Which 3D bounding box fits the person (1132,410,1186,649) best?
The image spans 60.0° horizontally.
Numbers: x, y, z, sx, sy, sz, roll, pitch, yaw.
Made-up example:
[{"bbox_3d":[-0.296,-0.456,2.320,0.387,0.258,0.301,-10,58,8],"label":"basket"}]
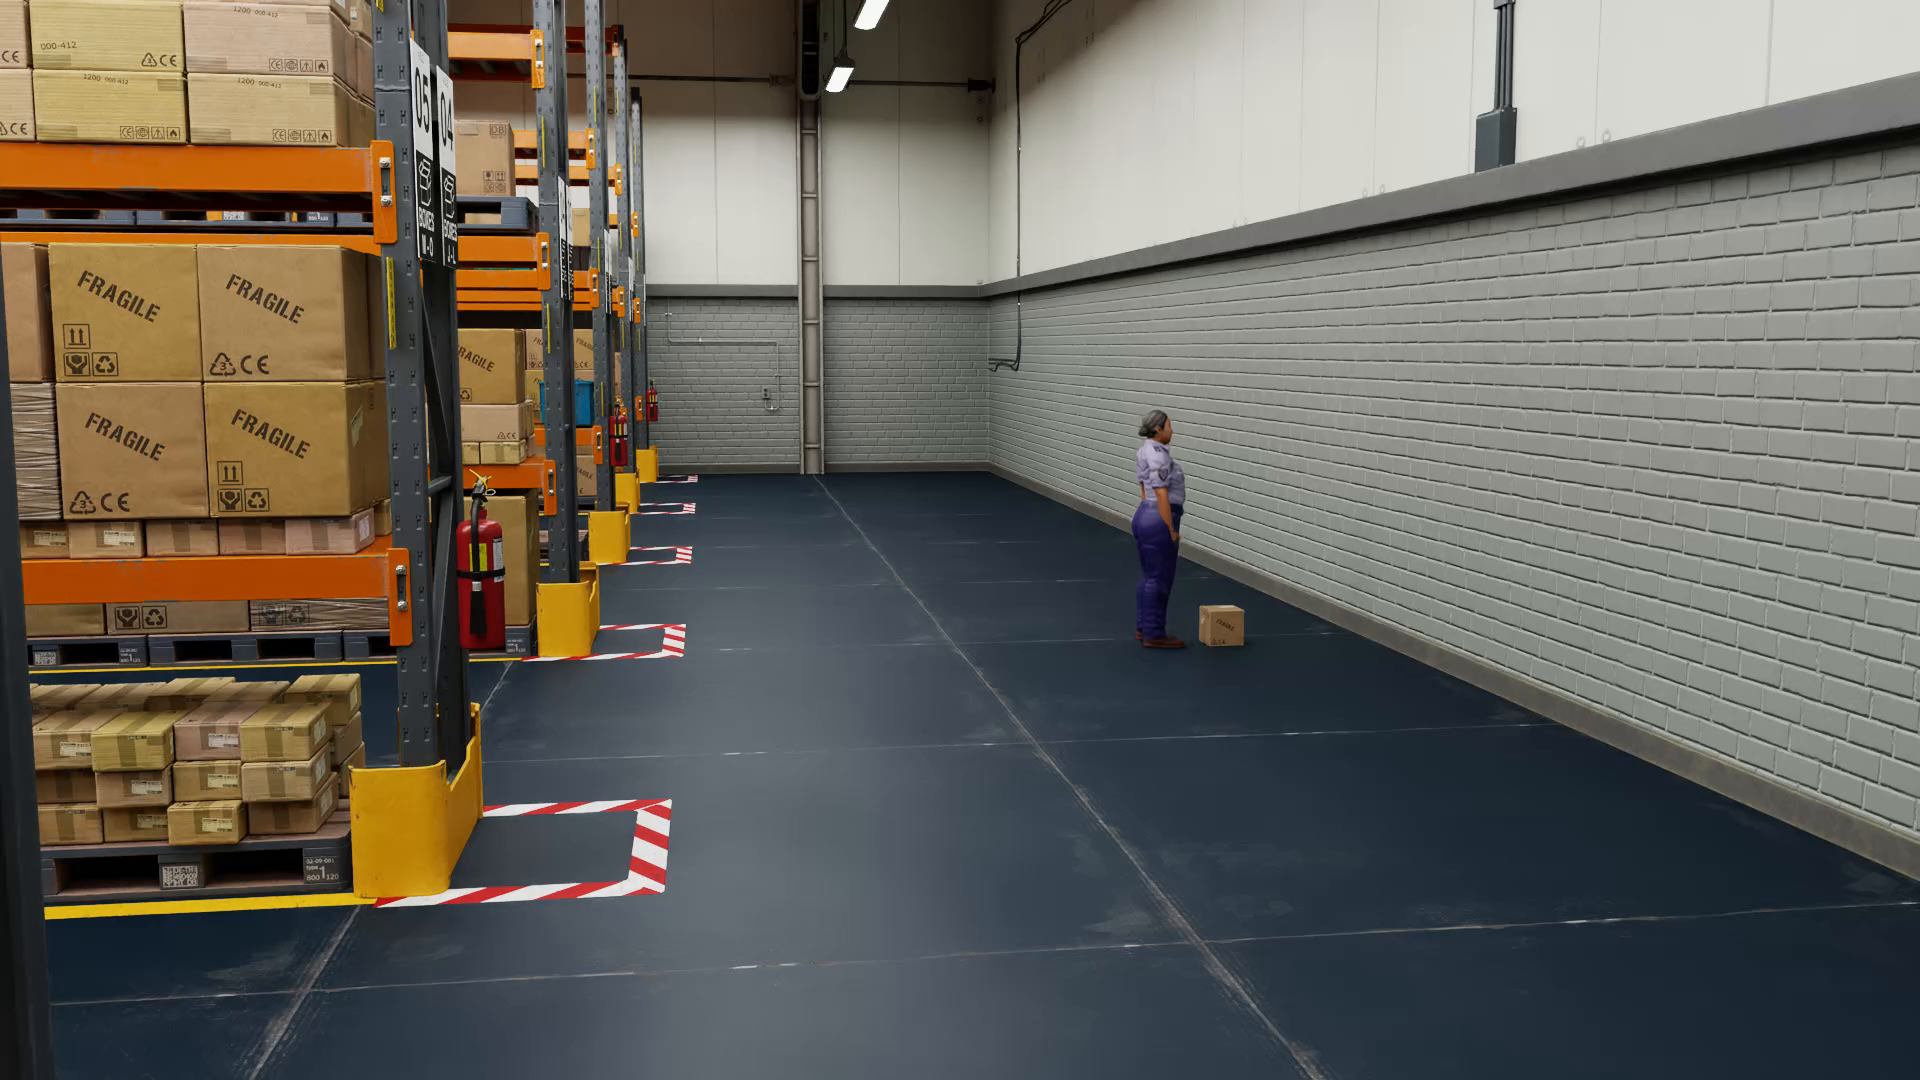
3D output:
[{"bbox_3d":[1.393,-0.073,11.602,0.336,1.640,0.471,-1,7,-7],"label":"person"}]
